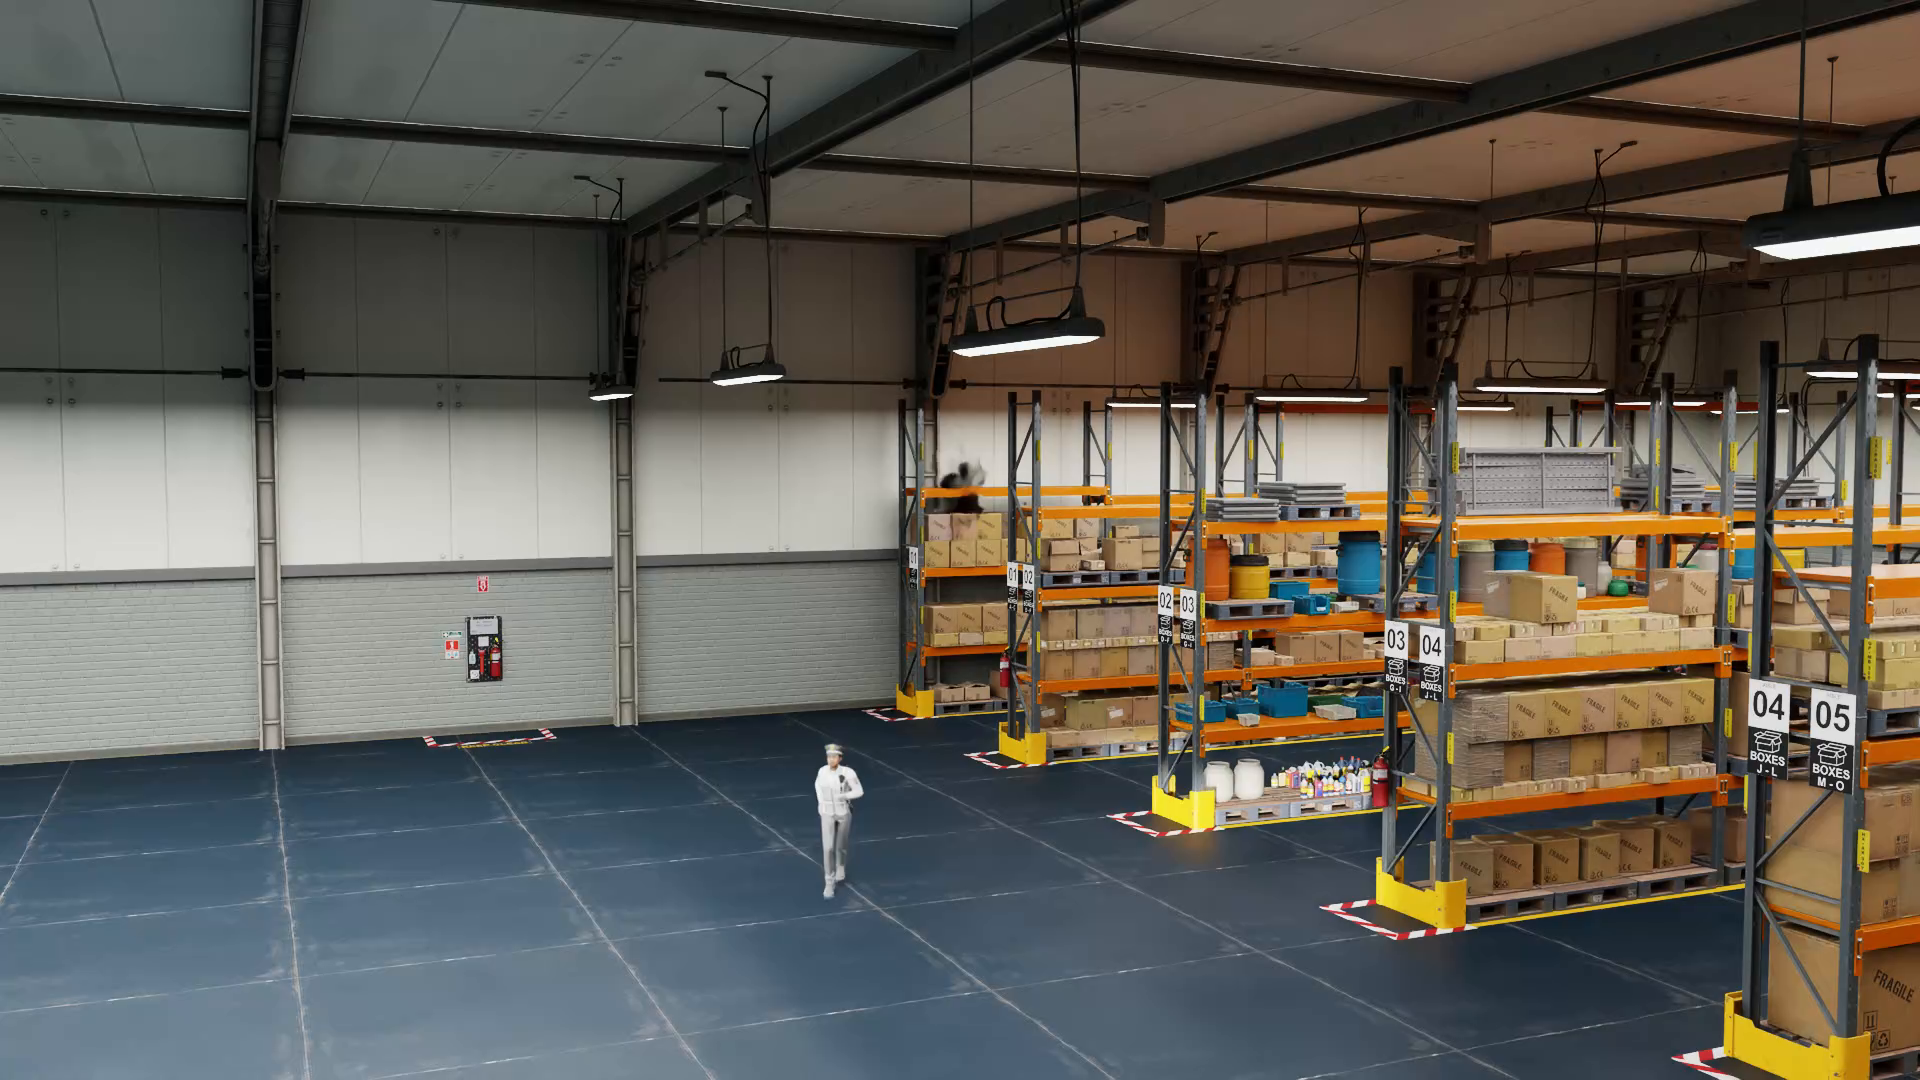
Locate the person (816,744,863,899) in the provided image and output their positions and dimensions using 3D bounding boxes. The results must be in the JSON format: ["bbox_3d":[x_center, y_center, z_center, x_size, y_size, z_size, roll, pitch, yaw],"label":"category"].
[{"bbox_3d":[-1.402,3.196,19.194,0.592,1.728,0.851,0,3,4],"label":"person"}]
